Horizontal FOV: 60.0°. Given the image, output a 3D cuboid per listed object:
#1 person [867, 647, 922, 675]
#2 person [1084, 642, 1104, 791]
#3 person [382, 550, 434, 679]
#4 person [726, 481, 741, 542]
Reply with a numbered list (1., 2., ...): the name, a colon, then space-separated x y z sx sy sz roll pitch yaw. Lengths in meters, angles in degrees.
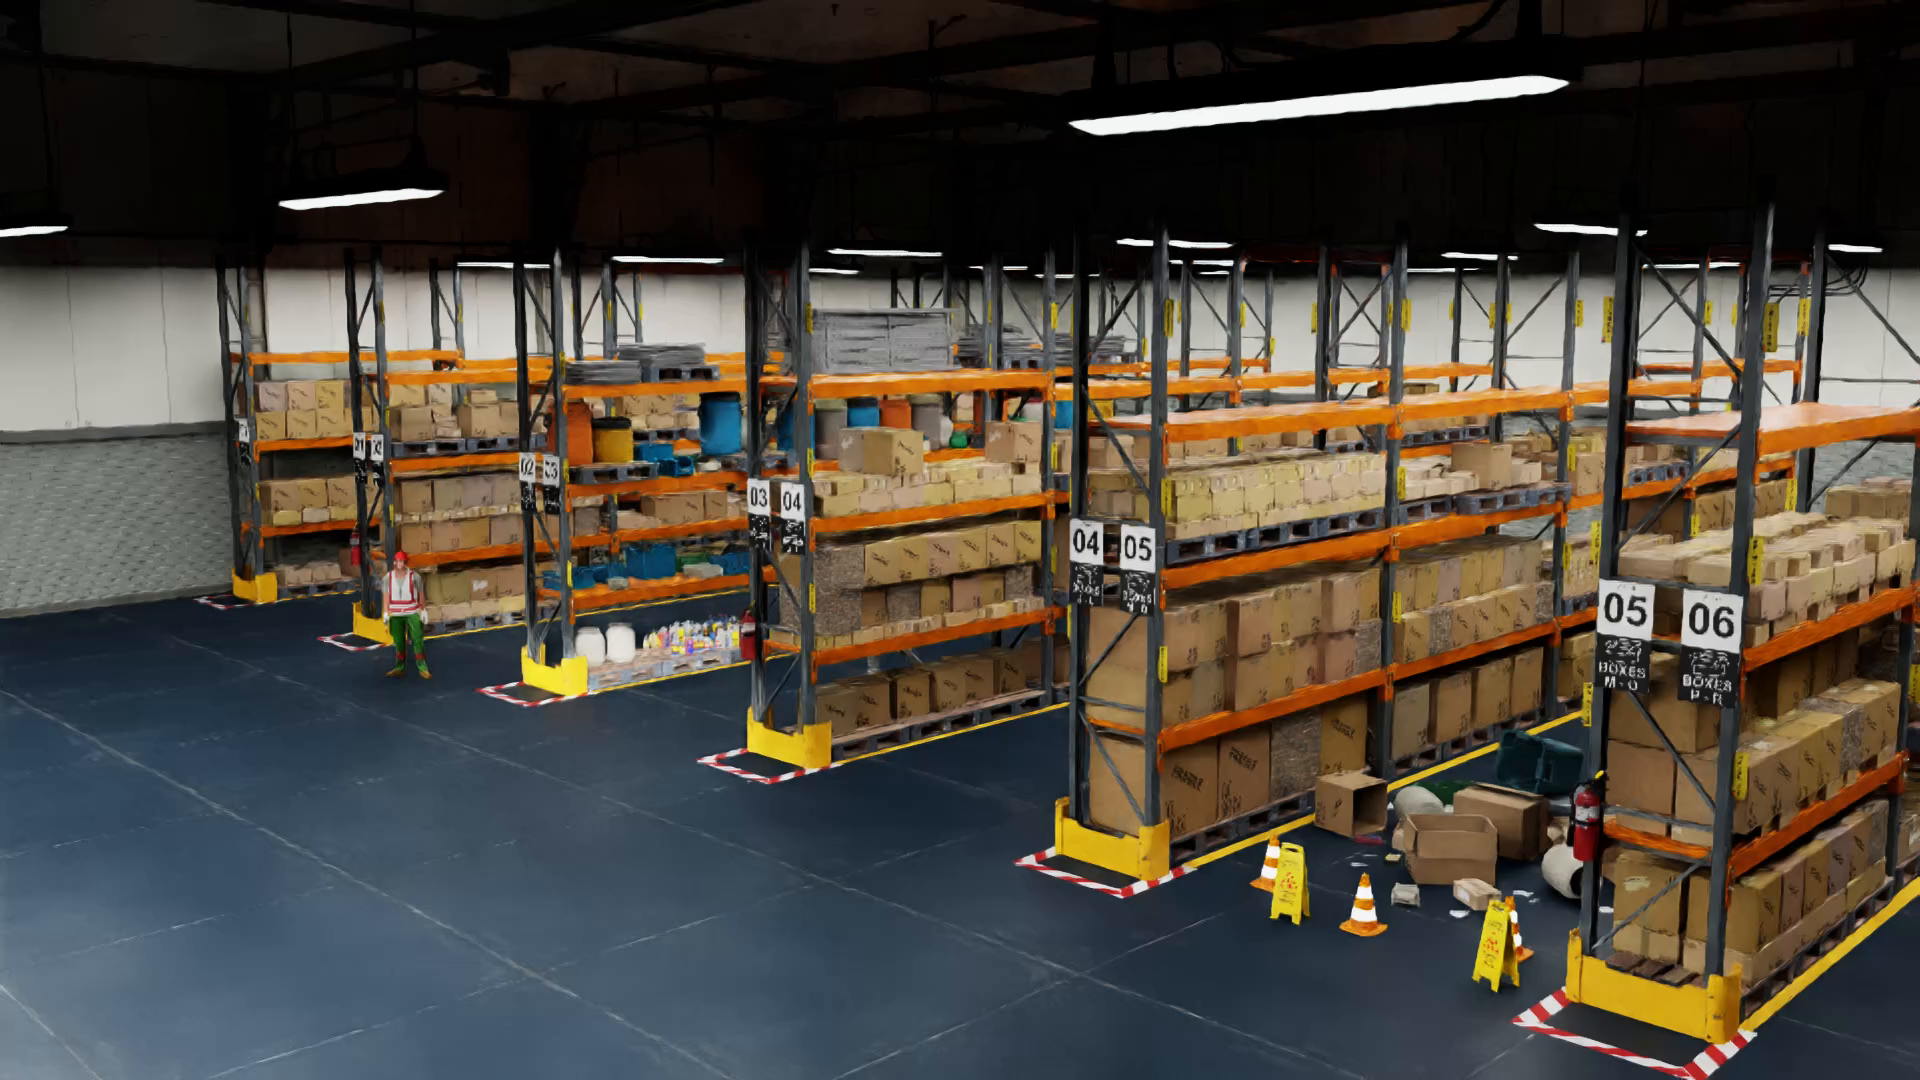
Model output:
1. person: -0.905 1.164 22.324 0.983 1.731 0.605 -4 9 -25
2. person: 1.536 1.792 17.923 1.126 1.675 0.542 -8 11 -43
3. person: -7.640 1.023 22.970 0.715 1.785 0.531 -1 8 -8
4. person: -4.478 -0.362 33.110 0.408 1.680 0.537 2 8 15
